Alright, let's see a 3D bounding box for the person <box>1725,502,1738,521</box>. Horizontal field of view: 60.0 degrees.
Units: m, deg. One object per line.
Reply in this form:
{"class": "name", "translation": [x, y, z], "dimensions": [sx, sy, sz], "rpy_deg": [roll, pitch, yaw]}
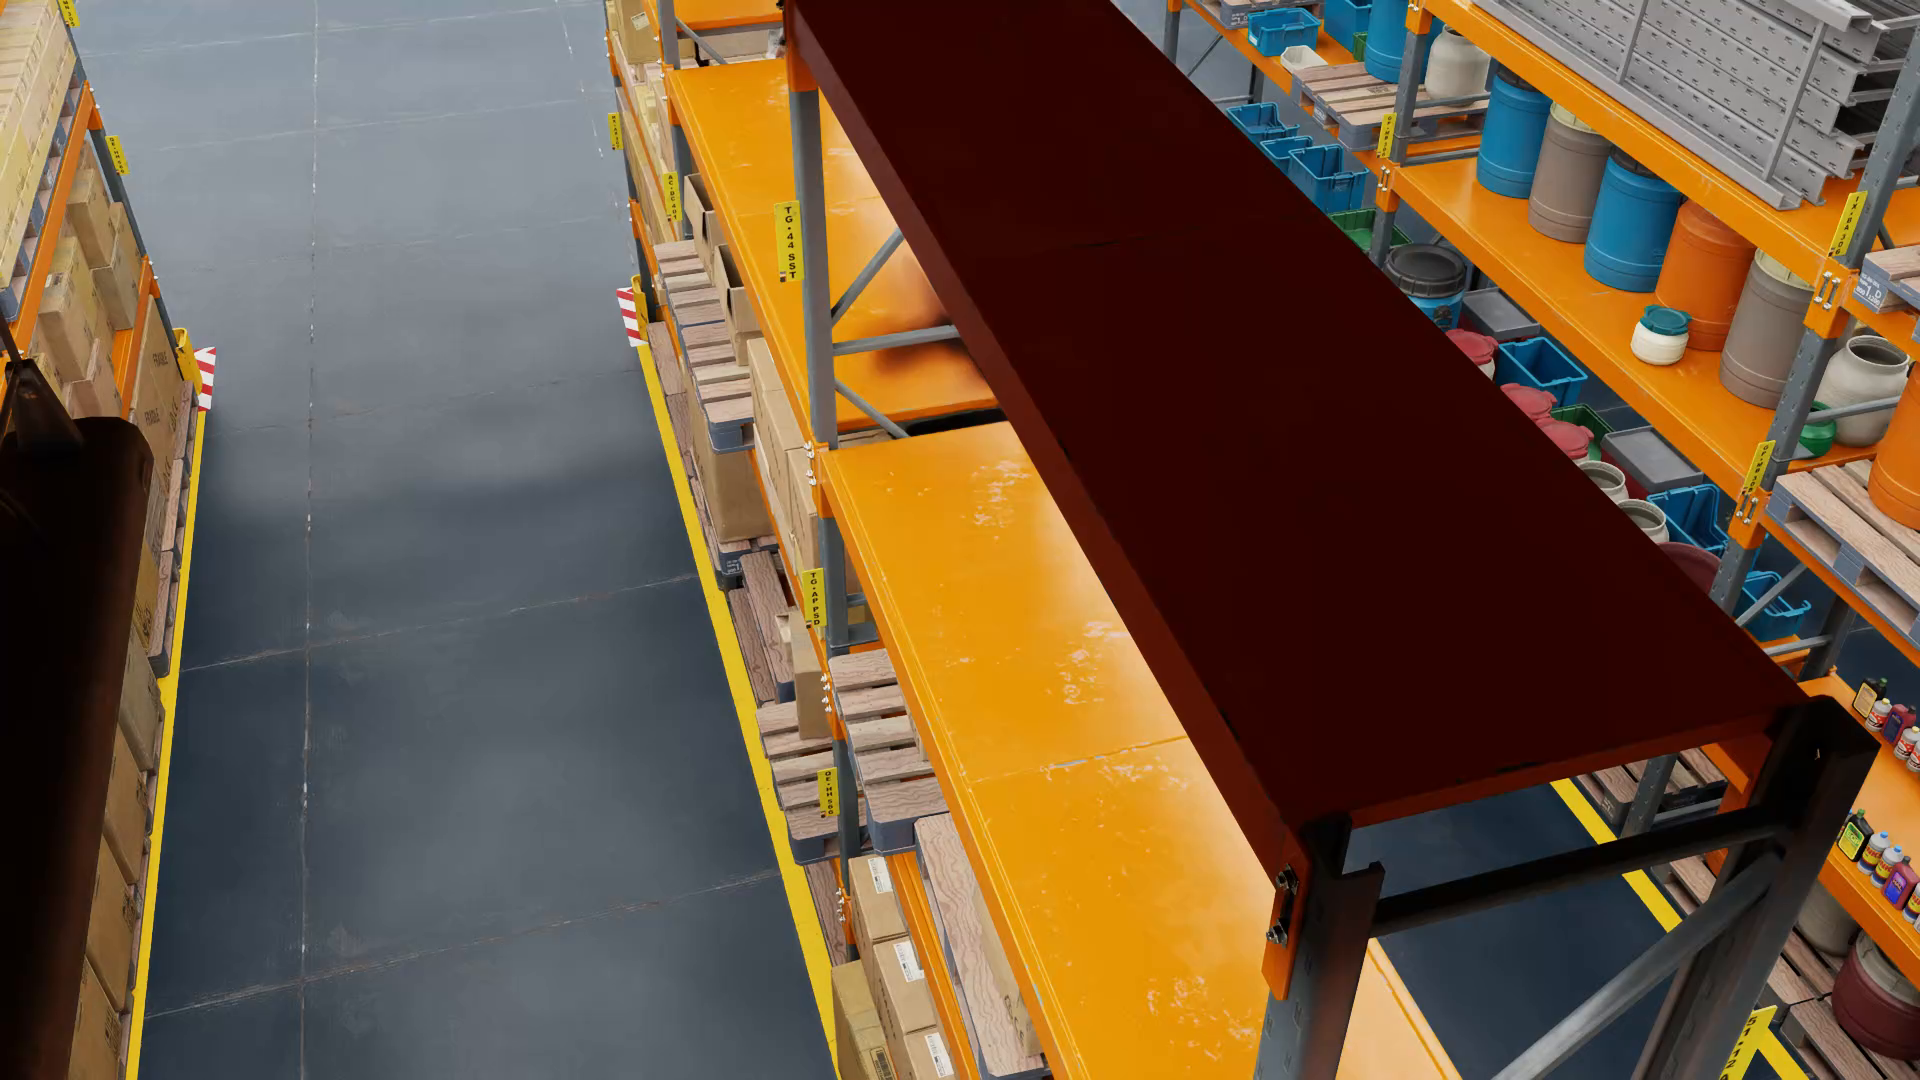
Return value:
{"class": "person", "translation": [5.795, -0.849, 12.562], "dimensions": [0.545, 1.580, 0.873], "rpy_deg": [-21, 43, -24]}

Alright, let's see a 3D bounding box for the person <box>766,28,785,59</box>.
{"class": "person", "translation": [-1.970, -5.061, 17.763], "dimensions": [0.976, 1.801, 0.690], "rpy_deg": [7, 39, 9]}
